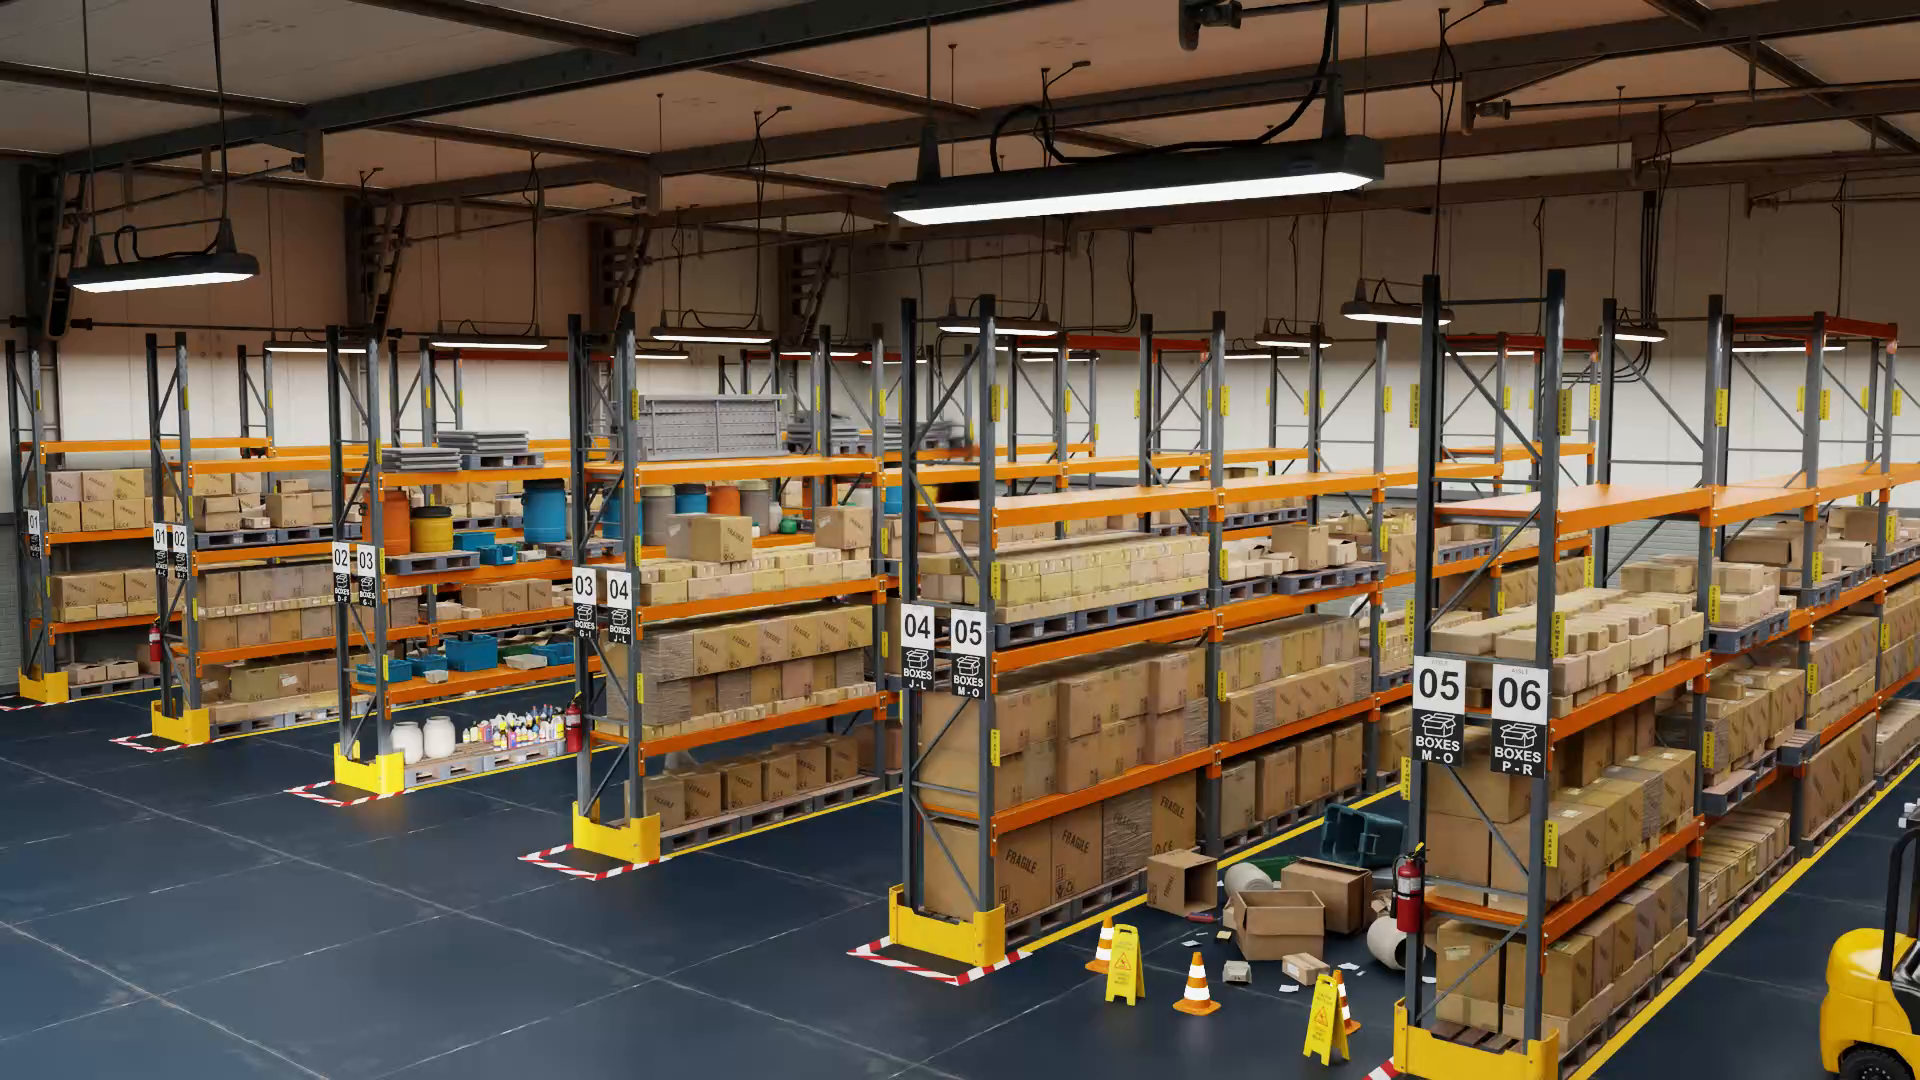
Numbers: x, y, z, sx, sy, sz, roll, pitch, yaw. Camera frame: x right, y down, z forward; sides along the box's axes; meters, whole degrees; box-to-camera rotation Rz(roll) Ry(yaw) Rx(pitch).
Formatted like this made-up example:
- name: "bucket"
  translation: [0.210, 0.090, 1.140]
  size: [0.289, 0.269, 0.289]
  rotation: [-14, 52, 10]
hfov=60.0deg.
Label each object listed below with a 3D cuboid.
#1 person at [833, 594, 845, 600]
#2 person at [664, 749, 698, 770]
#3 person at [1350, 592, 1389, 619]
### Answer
- name: "person"
  translation: [-2.419, 1.329, 32.630]
  size: [0.638, 1.840, 0.774]
  rotation: [3, 6, 29]
- name: "person"
  translation: [-3.636, 2.349, 21.240]
  size: [0.656, 1.788, 0.944]
  rotation: [4, 7, 38]
- name: "person"
  translation: [7.516, 1.587, 30.485]
  size: [0.644, 1.710, 0.696]
  rotation: [-2, 5, -19]
